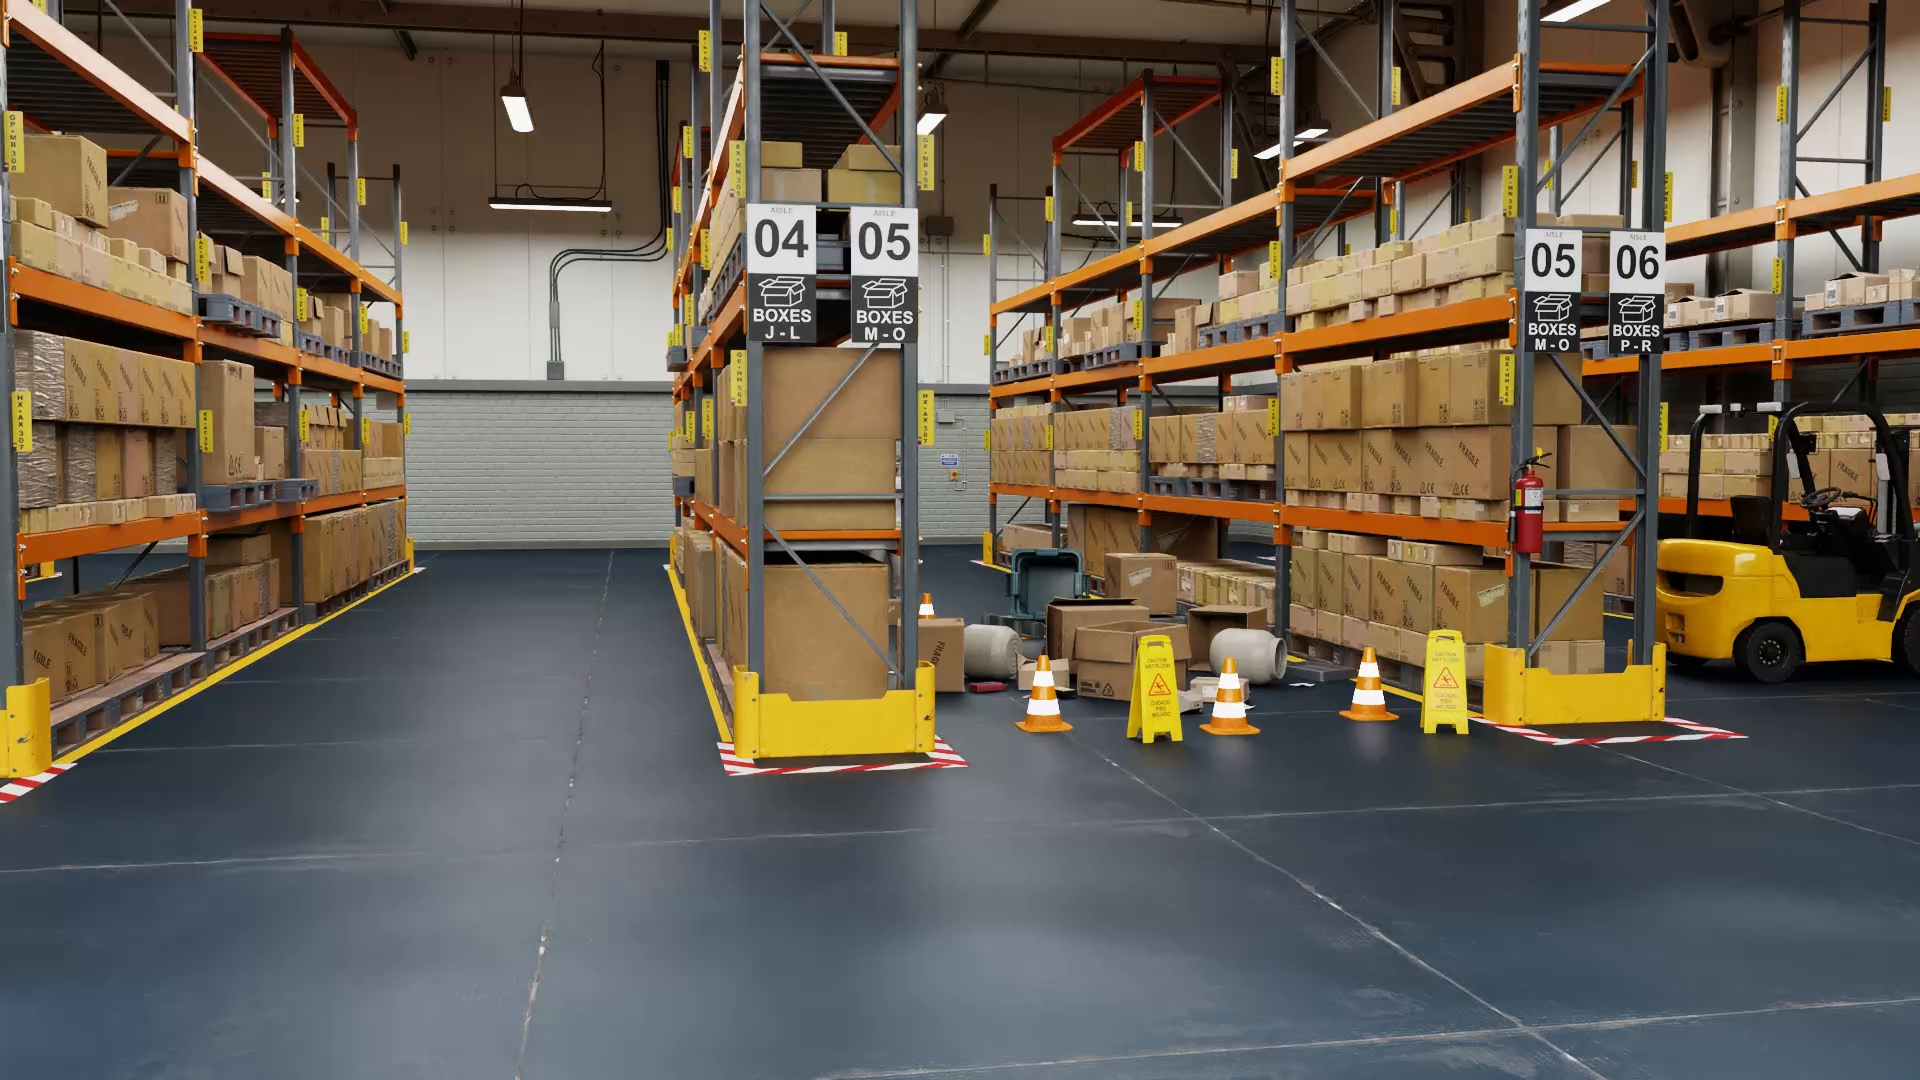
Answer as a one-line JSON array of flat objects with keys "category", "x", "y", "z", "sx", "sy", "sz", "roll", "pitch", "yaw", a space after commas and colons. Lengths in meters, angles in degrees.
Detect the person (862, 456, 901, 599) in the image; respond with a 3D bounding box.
[{"category": "person", "x": -0.762, "y": -0.020, "z": 17.391, "sx": 0.588, "sy": 1.748, "sz": 0.434, "roll": -1, "pitch": 3, "yaw": -12}]
